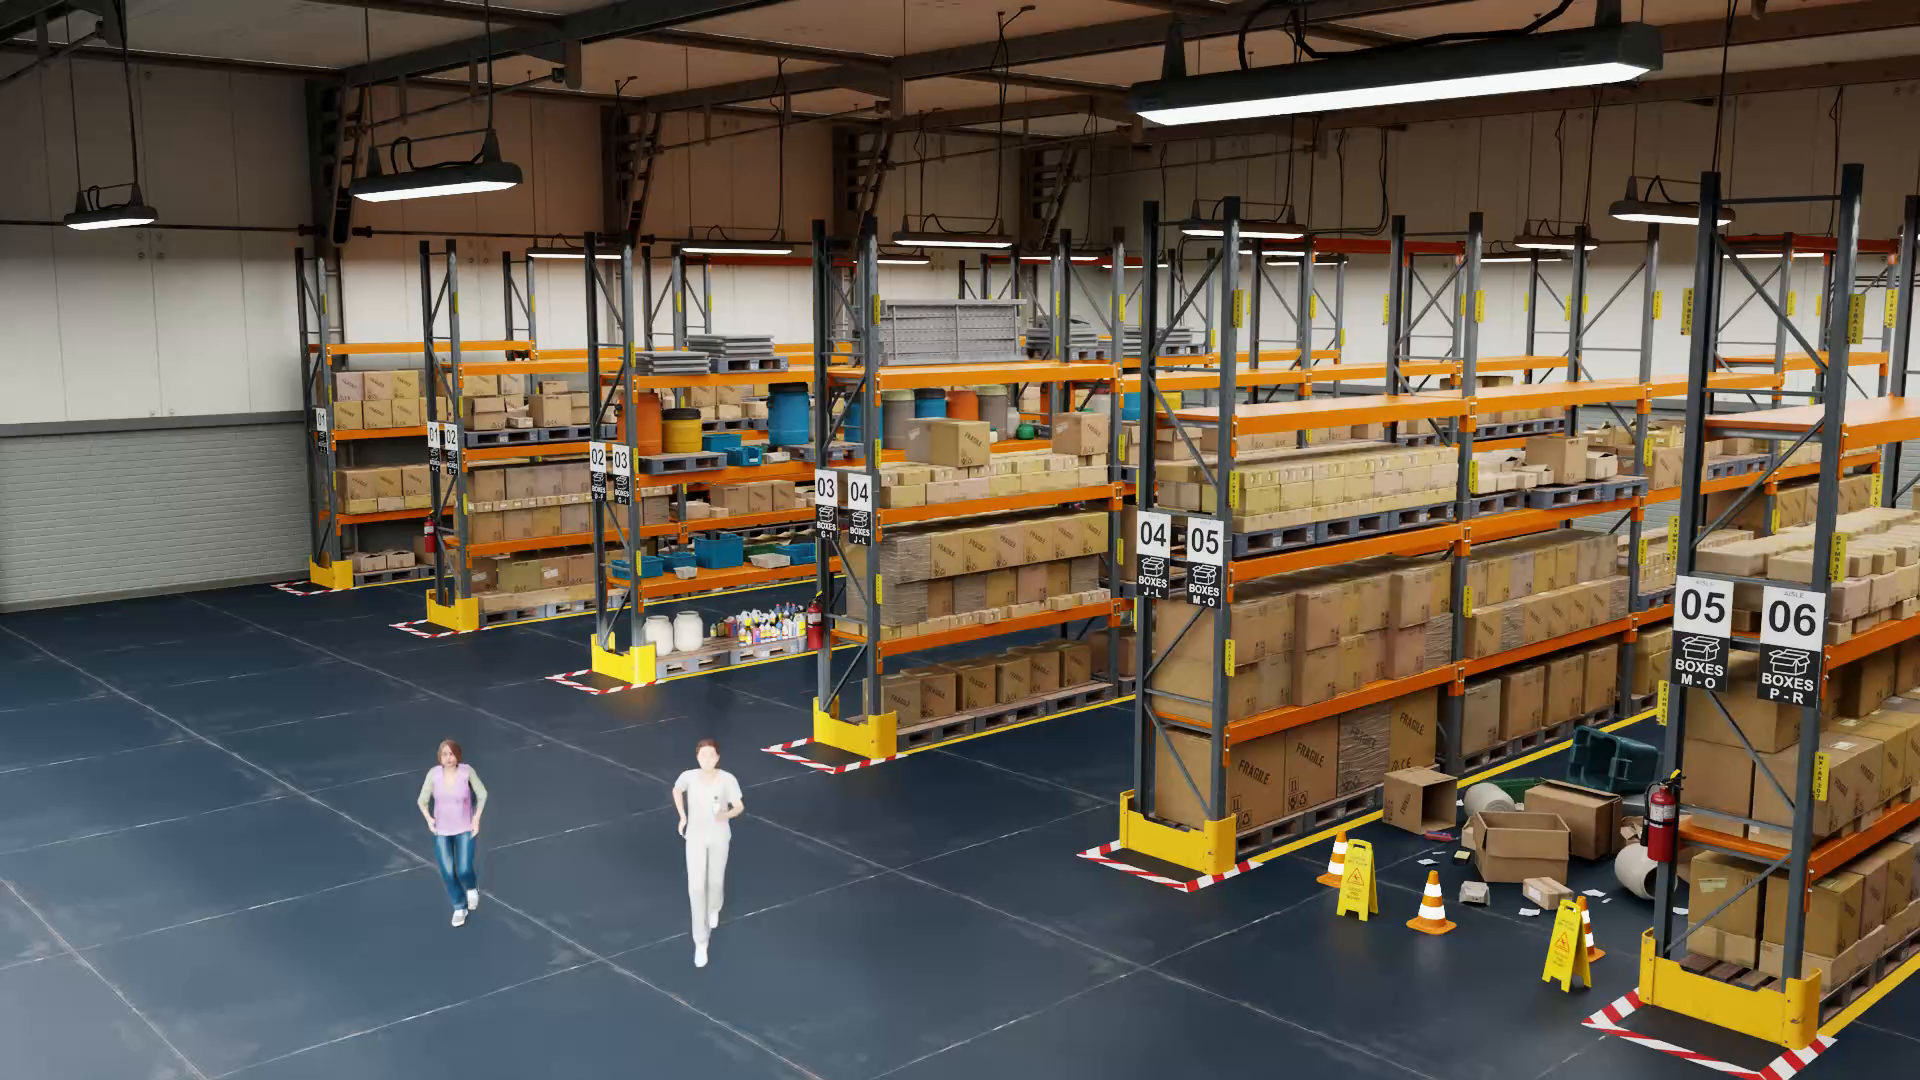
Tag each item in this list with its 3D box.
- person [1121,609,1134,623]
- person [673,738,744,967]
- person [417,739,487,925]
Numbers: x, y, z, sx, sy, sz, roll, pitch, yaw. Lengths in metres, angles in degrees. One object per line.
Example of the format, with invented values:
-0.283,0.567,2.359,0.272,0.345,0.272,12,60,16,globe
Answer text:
2.425,0.388,24.780,0.610,1.753,0.759,-8,12,-44,person
-1.994,2.408,13.225,0.558,1.710,0.888,-1,8,-8,person
-4.178,2.406,13.685,0.543,1.567,0.522,-1,8,-8,person
